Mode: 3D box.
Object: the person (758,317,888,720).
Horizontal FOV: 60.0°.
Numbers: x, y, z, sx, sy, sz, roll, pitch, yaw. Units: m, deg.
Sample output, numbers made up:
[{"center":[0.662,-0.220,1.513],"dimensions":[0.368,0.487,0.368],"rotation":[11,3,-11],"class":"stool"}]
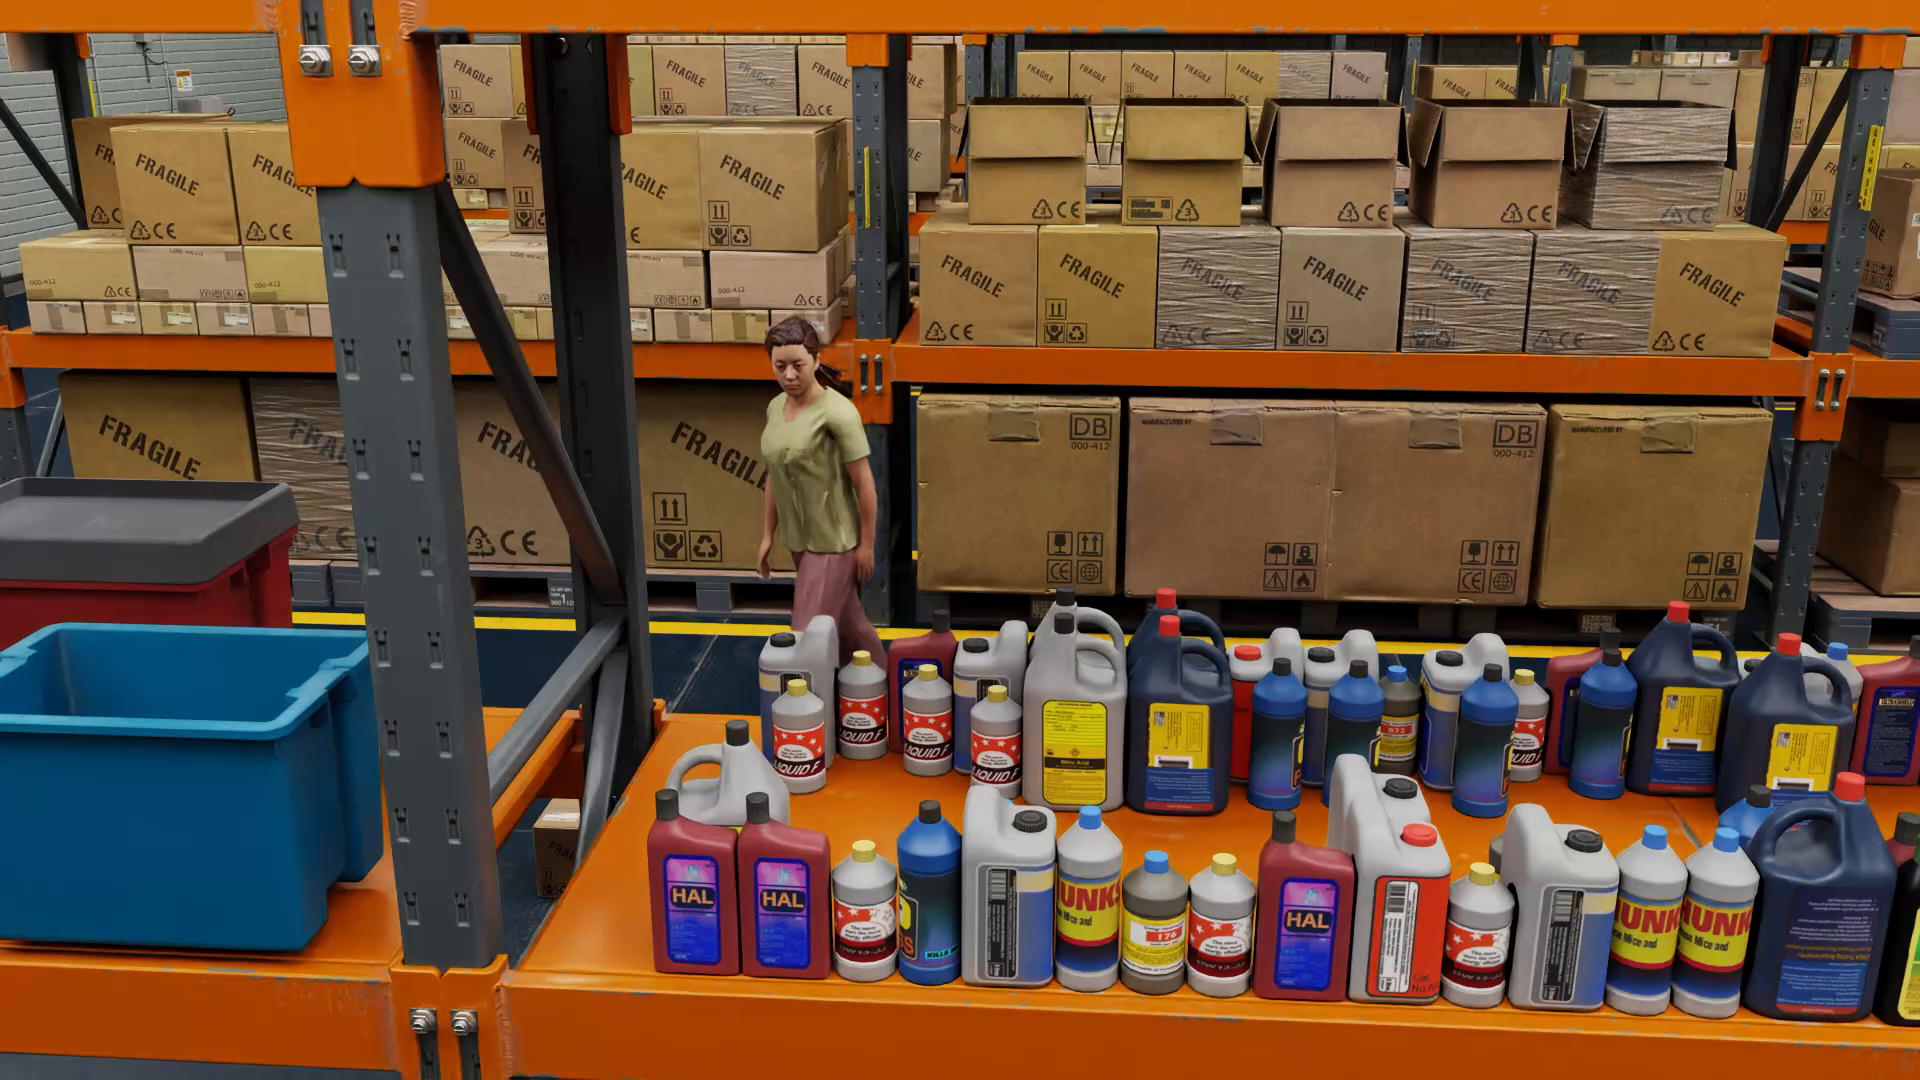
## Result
[{"center":[-0.523,0.028,5.958],"dimensions":[0.780,1.674,0.461],"rotation":[-14,22,-37],"class":"person"}]
